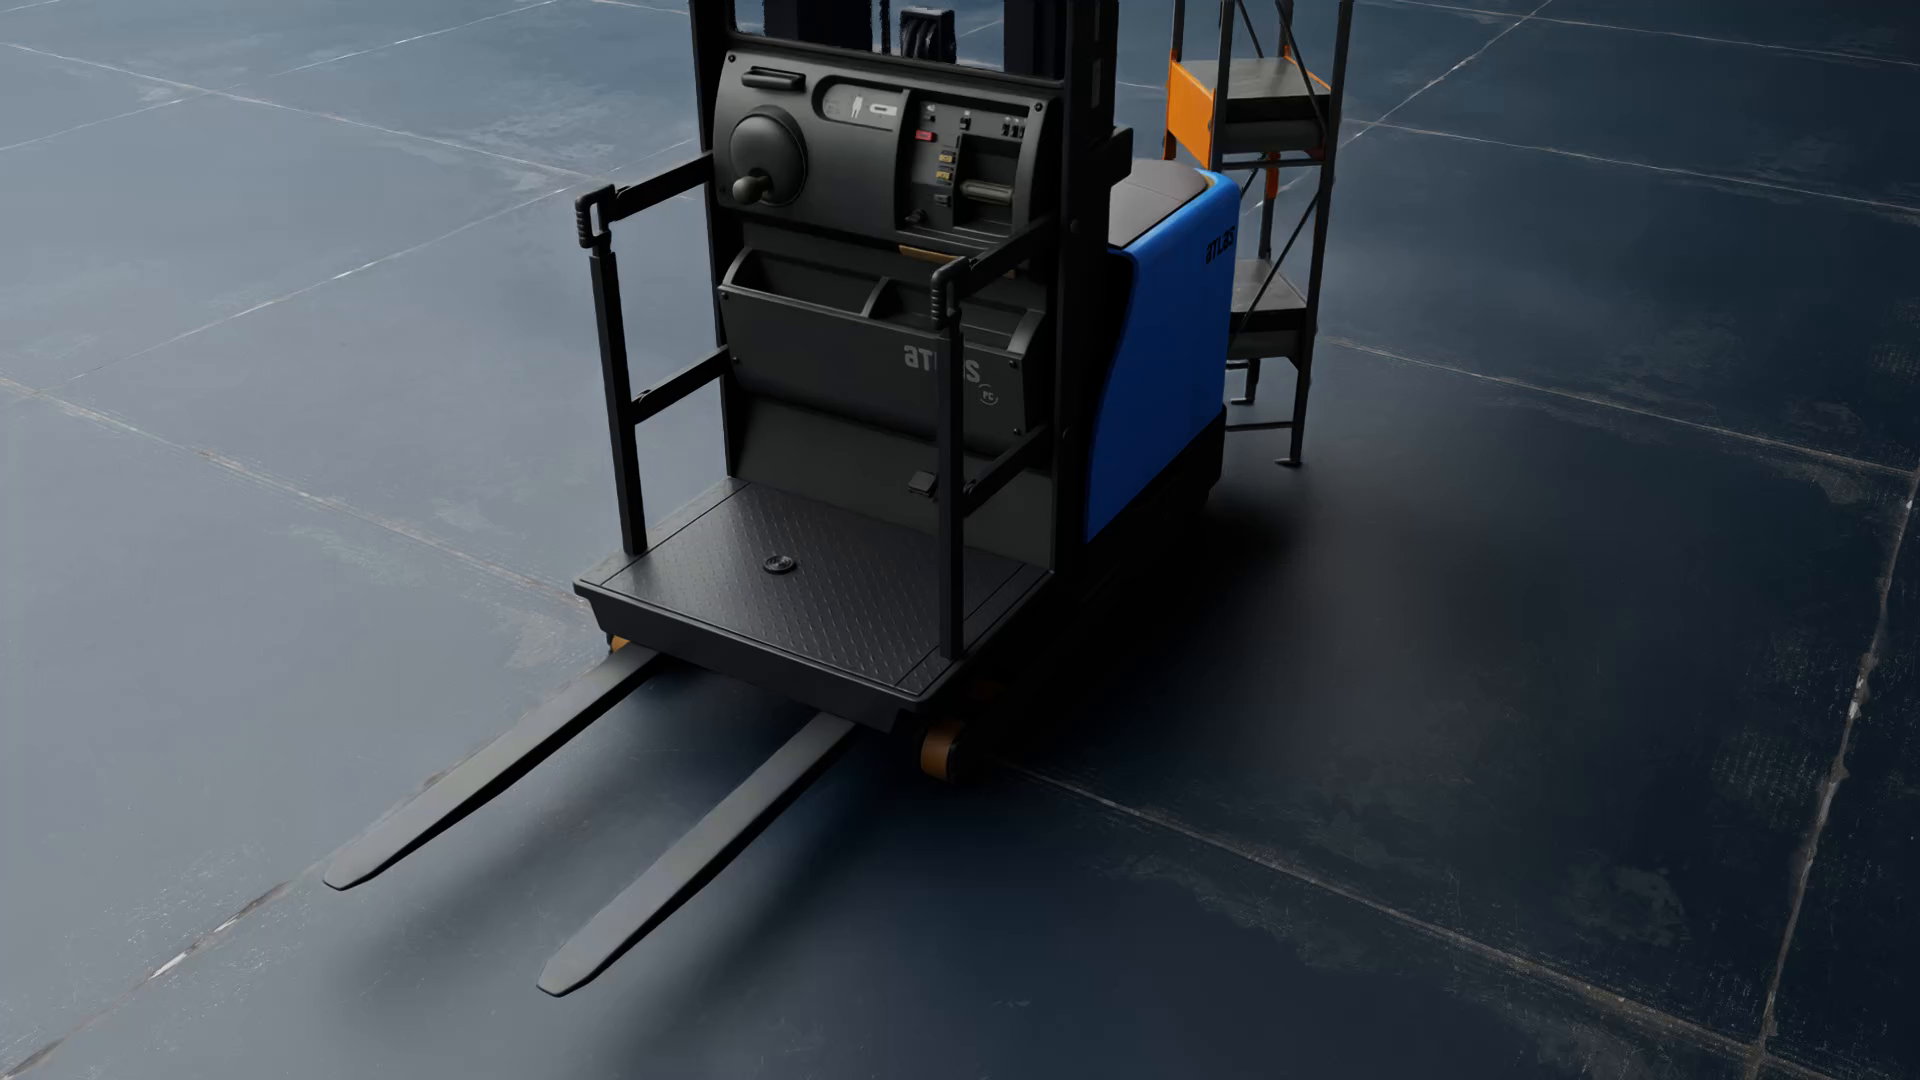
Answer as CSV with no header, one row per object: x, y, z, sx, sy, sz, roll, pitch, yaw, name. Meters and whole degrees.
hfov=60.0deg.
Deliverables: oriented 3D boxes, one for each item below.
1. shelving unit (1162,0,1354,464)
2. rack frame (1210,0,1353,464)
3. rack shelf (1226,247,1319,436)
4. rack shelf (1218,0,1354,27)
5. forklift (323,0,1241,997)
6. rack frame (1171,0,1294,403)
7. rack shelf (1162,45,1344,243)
0.928,-1.282,5.364,0.431,2.100,0.503,-5,31,-8,shelving unit
0.969,-1.161,5.156,0.400,2.100,0.015,-5,31,-8,rack frame
0.928,-0.666,5.724,0.431,0.518,0.480,-5,31,-8,rack shelf
0.928,-1.875,5.018,0.431,0.518,0.480,-5,31,-8,rack shelf
-0.316,-0.919,3.917,1.130,2.935,3.031,16,34,26,forklift
0.886,-1.403,5.572,0.400,2.100,0.015,-5,31,-8,rack frame
0.928,-1.270,5.371,0.431,0.518,0.480,-5,31,-8,rack shelf
